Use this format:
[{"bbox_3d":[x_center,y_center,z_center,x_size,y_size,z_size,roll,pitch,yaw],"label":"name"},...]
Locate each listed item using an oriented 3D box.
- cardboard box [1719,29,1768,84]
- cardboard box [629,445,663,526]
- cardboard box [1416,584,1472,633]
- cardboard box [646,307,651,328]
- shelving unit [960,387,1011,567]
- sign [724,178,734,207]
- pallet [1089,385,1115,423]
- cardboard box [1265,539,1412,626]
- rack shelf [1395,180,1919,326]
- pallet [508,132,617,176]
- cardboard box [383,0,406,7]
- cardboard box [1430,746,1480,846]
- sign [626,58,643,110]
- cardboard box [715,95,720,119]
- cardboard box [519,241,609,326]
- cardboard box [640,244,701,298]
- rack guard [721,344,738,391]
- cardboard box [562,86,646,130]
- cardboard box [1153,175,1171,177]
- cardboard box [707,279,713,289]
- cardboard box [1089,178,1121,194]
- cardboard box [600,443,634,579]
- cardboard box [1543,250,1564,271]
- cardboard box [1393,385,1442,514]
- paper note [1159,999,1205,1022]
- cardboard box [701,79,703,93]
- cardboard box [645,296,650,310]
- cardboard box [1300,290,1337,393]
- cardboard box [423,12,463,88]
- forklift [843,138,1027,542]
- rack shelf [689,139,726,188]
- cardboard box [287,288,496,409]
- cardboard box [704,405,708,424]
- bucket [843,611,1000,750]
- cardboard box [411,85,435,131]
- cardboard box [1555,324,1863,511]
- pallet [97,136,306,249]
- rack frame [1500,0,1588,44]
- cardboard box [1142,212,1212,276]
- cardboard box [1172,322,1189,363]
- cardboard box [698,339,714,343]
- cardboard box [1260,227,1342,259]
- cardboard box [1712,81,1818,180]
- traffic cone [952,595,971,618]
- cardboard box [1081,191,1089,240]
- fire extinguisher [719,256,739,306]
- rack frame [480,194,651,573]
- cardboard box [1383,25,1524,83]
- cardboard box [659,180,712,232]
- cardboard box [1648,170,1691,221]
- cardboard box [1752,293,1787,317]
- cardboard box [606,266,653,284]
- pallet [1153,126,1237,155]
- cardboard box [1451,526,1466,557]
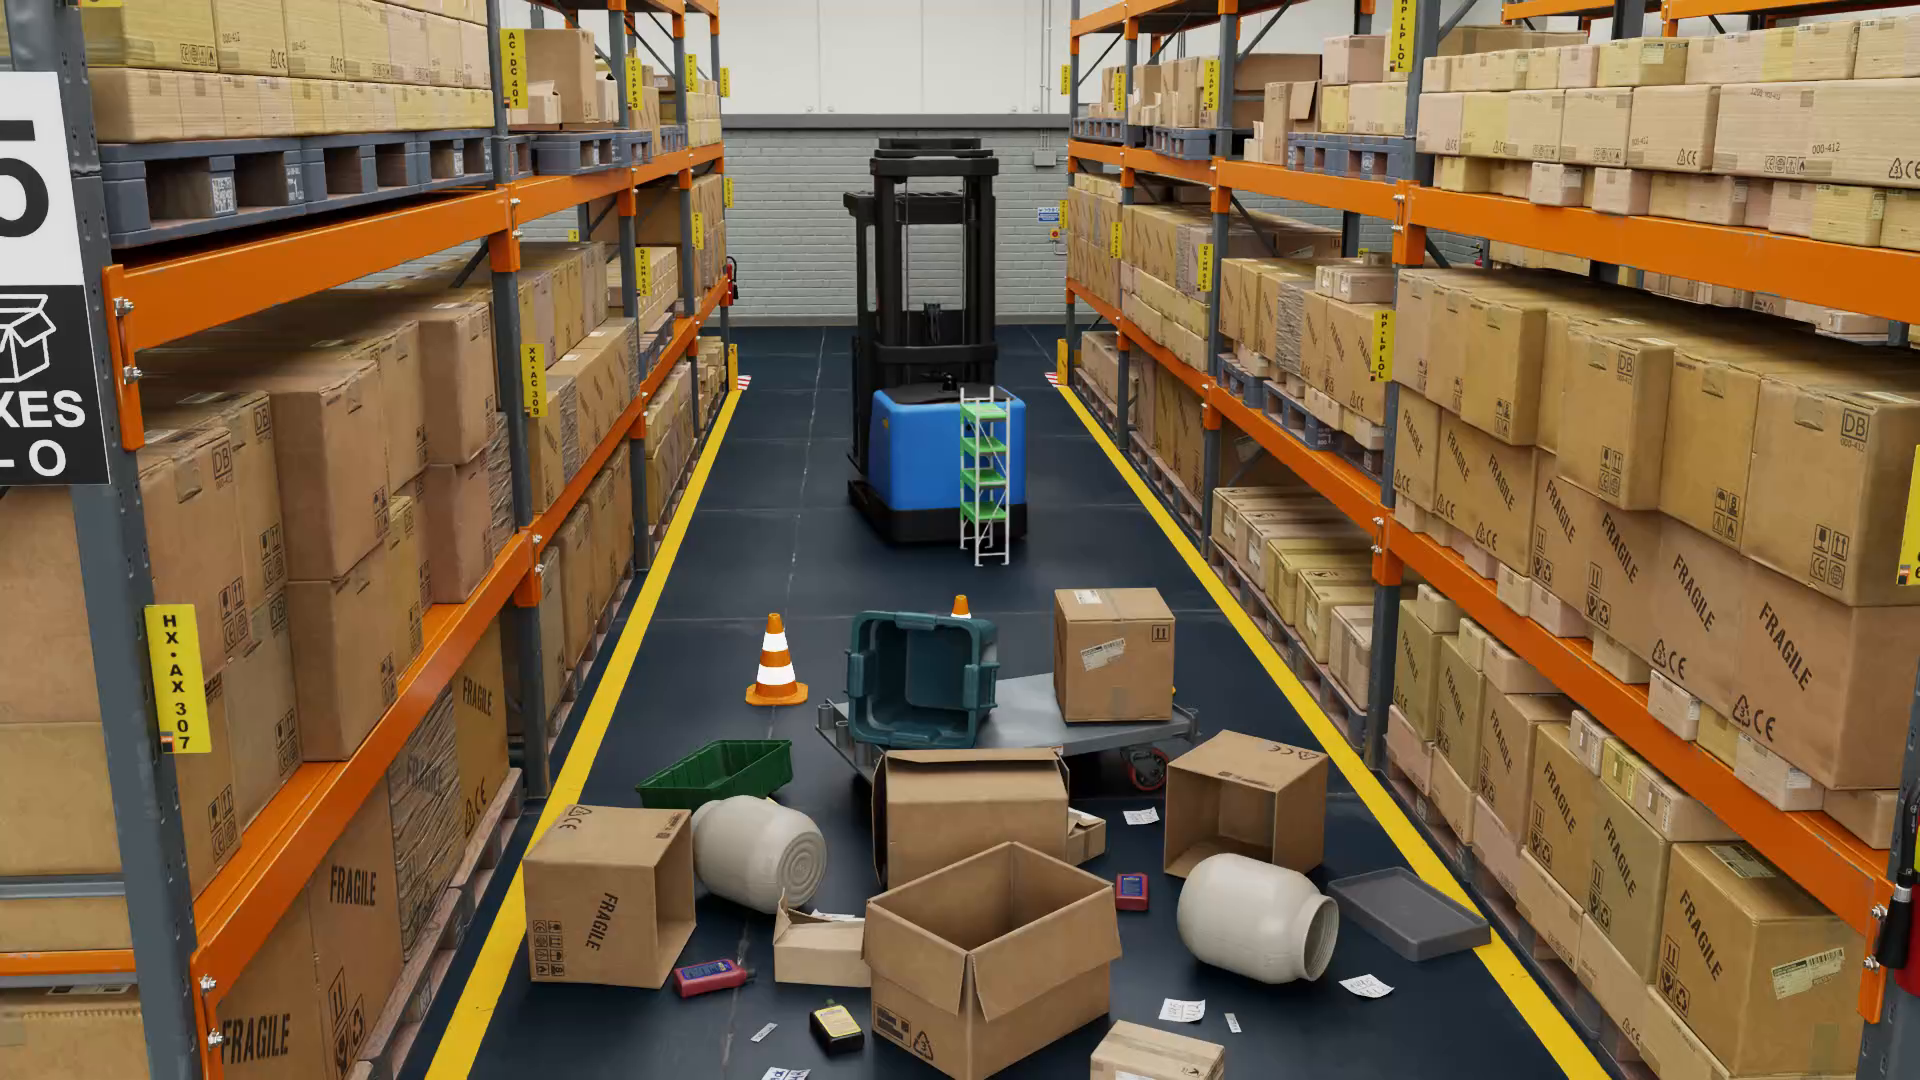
[{"bbox_3d":[2.447,-1.395,4.811,0.380,0.149,0.250,-1,14,-3],"label":"cardboard box"},{"bbox_3d":[-2.473,-0.406,12.257,0.500,0.500,0.500,-2,15,-6],"label":"cardboard box"},{"bbox_3d":[2.213,0.294,7.233,0.380,0.149,0.250,-1,14,-3],"label":"cardboard box"},{"bbox_3d":[-2.581,-1.696,12.761,0.380,0.149,0.250,0,14,-2],"label":"cardboard box"},{"bbox_3d":[0.176,-0.458,11.898,0.258,1.200,0.503,-3,15,-12],"label":"shelving unit"},{"bbox_3d":[-2.624,-3.940,18.862,0.100,0.325,0.005,-1,14,-3],"label":"sign"},{"bbox_3d":[1.955,-1.473,17.829,1.003,0.211,1.213,-1,14,-3],"label":"pallet"},{"bbox_3d":[2.371,0.247,9.976,0.950,0.372,0.625,0,14,-2],"label":"cardboard box"},{"bbox_3d":[2.622,-0.947,5.610,1.077,0.370,4.000,-1,14,-3],"label":"rack shelf"},{"bbox_3d":[-2.519,-2.157,9.249,1.003,0.211,1.213,0,14,-1],"label":"pallet"},{"bbox_3d":[-2.018,-1.807,5.372,0.380,0.149,0.250,-1,14,-4],"label":"cardboard box"},{"bbox_3d":[2.310,1.072,7.016,0.500,0.250,0.500,0,14,0],"label":"cardboard box"},{"bbox_3d":[-2.129,-2.981,10.876,0.100,0.325,0.005,-1,14,-3],"label":"sign"},{"bbox_3d":[-2.897,-4.734,18.185,0.500,0.250,0.500,-1,14,-5],"label":"cardboard box"},{"bbox_3d":[-2.666,-1.654,10.728,0.700,0.500,0.500,-1,14,-4],"label":"cardboard box"},{"bbox_3d":[-2.711,-2.547,15.610,0.500,0.500,0.500,-1,14,-4],"label":"cardboard box"},{"bbox_3d":[-3.175,-1.993,19.270,1.175,0.500,0.348,-1,14,-3],"label":"rack guard"},{"bbox_3d":[-2.453,-2.880,11.481,0.500,0.500,0.500,-1,14,-3],"label":"cardboard box"},{"bbox_3d":[2.091,-3.896,18.139,0.380,0.149,0.250,-1,14,-2],"label":"cardboard box"},{"bbox_3d":[-2.842,-2.771,17.779,0.380,0.149,0.250,-2,15,-6],"label":"cardboard box"},{"bbox_3d":[1.555,-3.692,17.347,0.380,0.149,0.250,-1,14,-5],"label":"cardboard box"},{"bbox_3d":[-2.736,-0.194,10.933,1.050,0.750,0.750,-1,14,-4],"label":"cardboard box"},{"bbox_3d":[6.587,-2.978,17.785,0.500,0.250,0.500,-1,14,-5],"label":"cardboard box"},{"bbox_3d":[2.247,-0.419,7.336,0.500,0.500,0.500,-1,14,-4],"label":"cardboard box"},{"bbox_3d":[0.798,1.680,5.957,0.148,0.019,0.142,4,15,16],"label":"paper note"},{"bbox_3d":[-2.792,-4.577,16.772,0.380,0.149,0.250,-1,14,-5],"label":"cardboard box"},{"bbox_3d":[-2.582,-1.841,12.725,0.380,0.149,0.250,-1,14,-3],"label":"cardboard box"},{"bbox_3d":[2.183,-1.099,9.137,0.500,0.500,0.500,0,14,-2],"label":"cardboard box"},{"bbox_3d":[-2.118,-1.770,6.027,0.500,0.250,0.500,-1,14,-4],"label":"cardboard box"},{"bbox_3d":[-0.317,-1.723,13.342,1.130,2.935,3.031,-3,15,-12],"label":"forklift"},{"bbox_3d":[-3.055,-3.830,16.815,1.077,0.370,4.000,-1,14,-3],"label":"rack shelf"},{"bbox_3d":[-2.447,-0.742,6.921,0.875,0.550,0.550,-1,14,-3],"label":"cardboard box"},{"bbox_3d":[-2.650,-1.212,16.097,0.380,0.149,0.250,0,14,-2],"label":"cardboard box"},{"bbox_3d":[-0.126,0.609,7.658,0.726,0.611,0.620,4,5,16],"label":"bucket"},{"bbox_3d":[-2.031,-1.483,5.711,0.380,0.149,0.250,-1,14,-3],"label":"cardboard box"},{"bbox_3d":[2.339,-0.397,5.244,0.700,0.500,0.500,-1,14,-4],"label":"cardboard box"},{"bbox_3d":[-2.244,-0.838,3.920,1.003,0.211,1.213,-1,14,-3],"label":"pallet"},{"bbox_3d":[6.709,-6.307,18.980,1.000,3.000,0.127,-1,14,-3],"label":"rack frame"},{"bbox_3d":[1.831,-2.497,14.006,0.500,0.500,0.500,-1,14,-5],"label":"cardboard box"},{"bbox_3d":[1.913,-1.511,12.679,0.500,0.250,0.500,-1,14,-2],"label":"cardboard box"},{"bbox_3d":[-2.935,-2.142,18.518,0.380,0.149,0.250,-1,14,-2],"label":"cardboard box"},{"bbox_3d":[2.464,-1.994,12.048,0.500,0.500,0.500,-1,14,-5],"label":"cardboard box"},{"bbox_3d":[2.429,-1.118,4.535,0.500,0.250,0.500,-1,14,-4],"label":"cardboard box"},{"bbox_3d":[0.008,0.545,9.478,0.336,0.463,0.334,-1,14,-3],"label":"traffic cone"},{"bbox_3d":[1.579,-3.477,17.812,0.500,0.500,0.500,-1,14,-4],"label":"cardboard box"},{"bbox_3d":[-2.734,-3.074,19.359,0.296,0.674,0.183,-1,14,-3],"label":"fire extinguisher"},{"bbox_3d":[-2.684,-1.233,11.299,1.000,3.000,0.127,-1,14,-3],"label":"rack frame"},{"bbox_3d":[2.335,-2.308,7.910,0.500,0.250,0.500,-1,14,-2],"label":"cardboard box"},{"bbox_3d":[-2.794,-3.403,16.927,0.500,0.500,0.500,-1,14,-5],"label":"cardboard box"},{"bbox_3d":[2.394,-1.079,5.186,0.380,0.149,0.250,-1,14,-5],"label":"cardboard box"},{"bbox_3d":[6.919,-2.069,13.497,0.797,0.503,0.637,-1,14,-5],"label":"cardboard box"},{"bbox_3d":[-2.602,-2.048,12.933,0.380,0.149,0.250,0,14,-2],"label":"cardboard box"},{"bbox_3d":[2.086,-3.133,13.044,1.003,0.211,1.213,0,14,-1],"label":"pallet"},{"bbox_3d":[2.312,-0.007,7.039,0.380,0.149,0.250,-1,14,-4],"label":"cardboard box"}]
